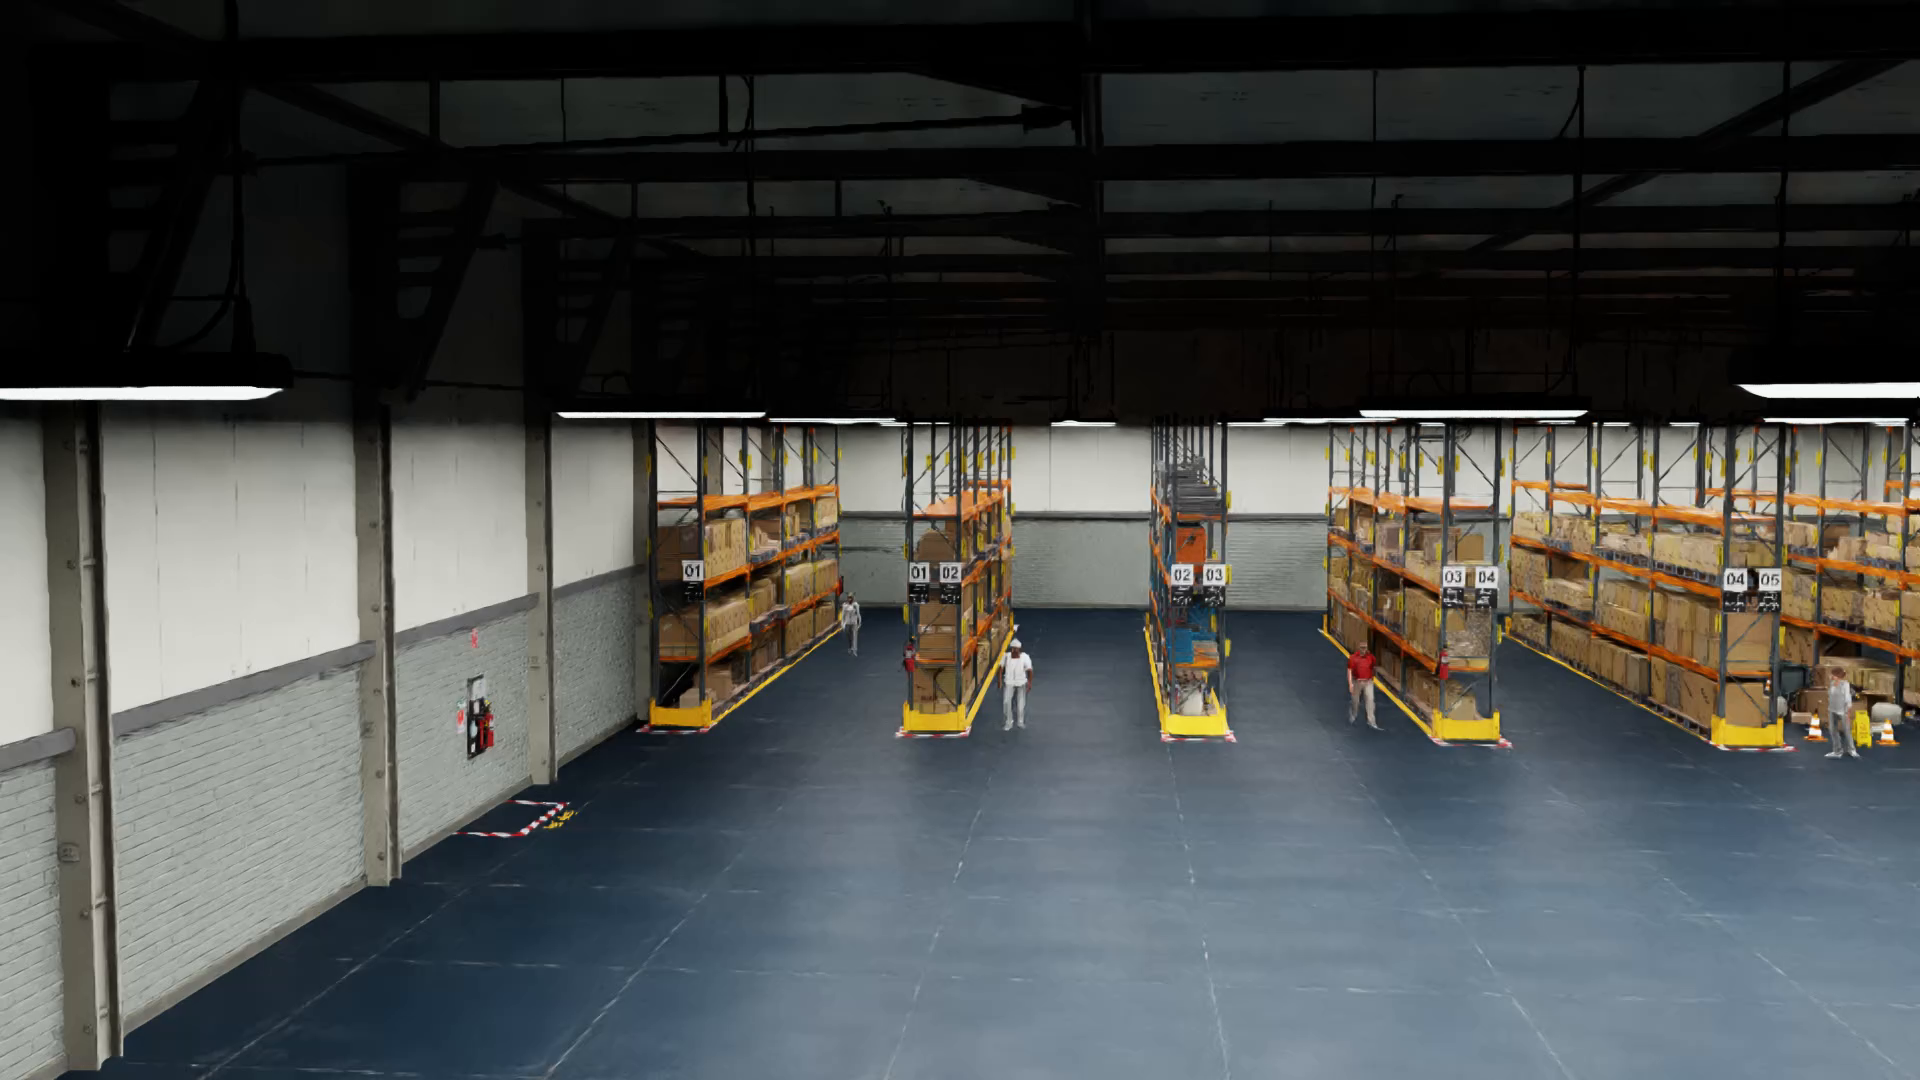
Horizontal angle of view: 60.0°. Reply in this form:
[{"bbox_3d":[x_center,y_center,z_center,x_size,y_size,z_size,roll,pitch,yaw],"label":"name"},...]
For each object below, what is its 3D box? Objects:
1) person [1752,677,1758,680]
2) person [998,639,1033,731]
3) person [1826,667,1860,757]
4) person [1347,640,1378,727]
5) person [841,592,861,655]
[{"bbox_3d":[17.206,2.444,36.360,0.556,1.644,0.598,3,5,35],"label":"person"},{"bbox_3d":[1.047,2.725,31.652,0.667,1.730,0.631,0,4,2],"label":"person"},{"bbox_3d":[15.349,2.991,28.909,0.483,1.587,0.513,-1,4,-20],"label":"person"},{"bbox_3d":[7.701,2.731,31.887,0.547,1.641,1.115,0,4,4],"label":"person"},{"bbox_3d":[-2.758,2.084,41.896,0.497,1.585,1.075,0,4,3],"label":"person"}]
